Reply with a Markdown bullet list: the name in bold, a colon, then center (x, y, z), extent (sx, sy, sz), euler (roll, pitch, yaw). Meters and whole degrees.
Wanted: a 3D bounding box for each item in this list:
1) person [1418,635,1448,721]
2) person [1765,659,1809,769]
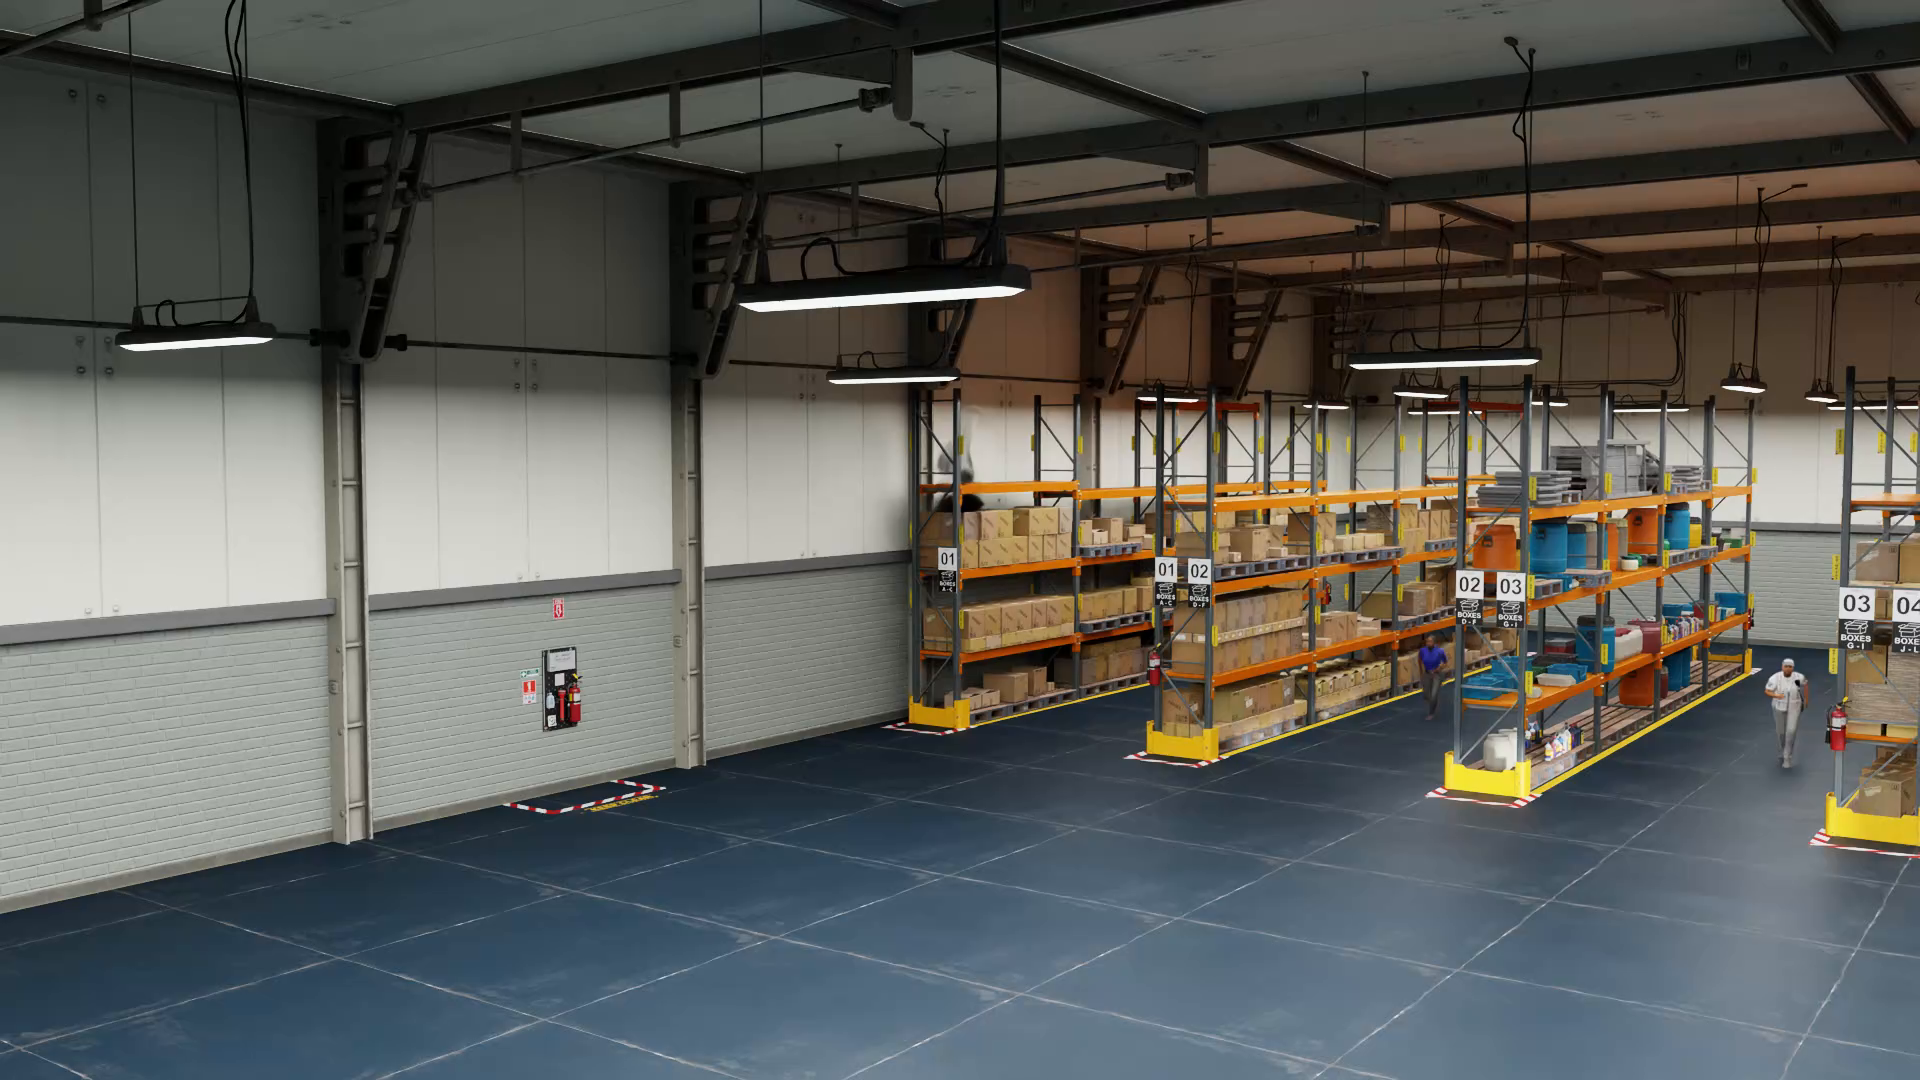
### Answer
- **person**: center (8.610, 2.507, 30.300), extent (0.563, 1.588, 0.700), euler (2, 4, 27)
- **person**: center (12.981, 2.694, 26.121), extent (0.628, 1.703, 0.936), euler (1, 4, 24)
